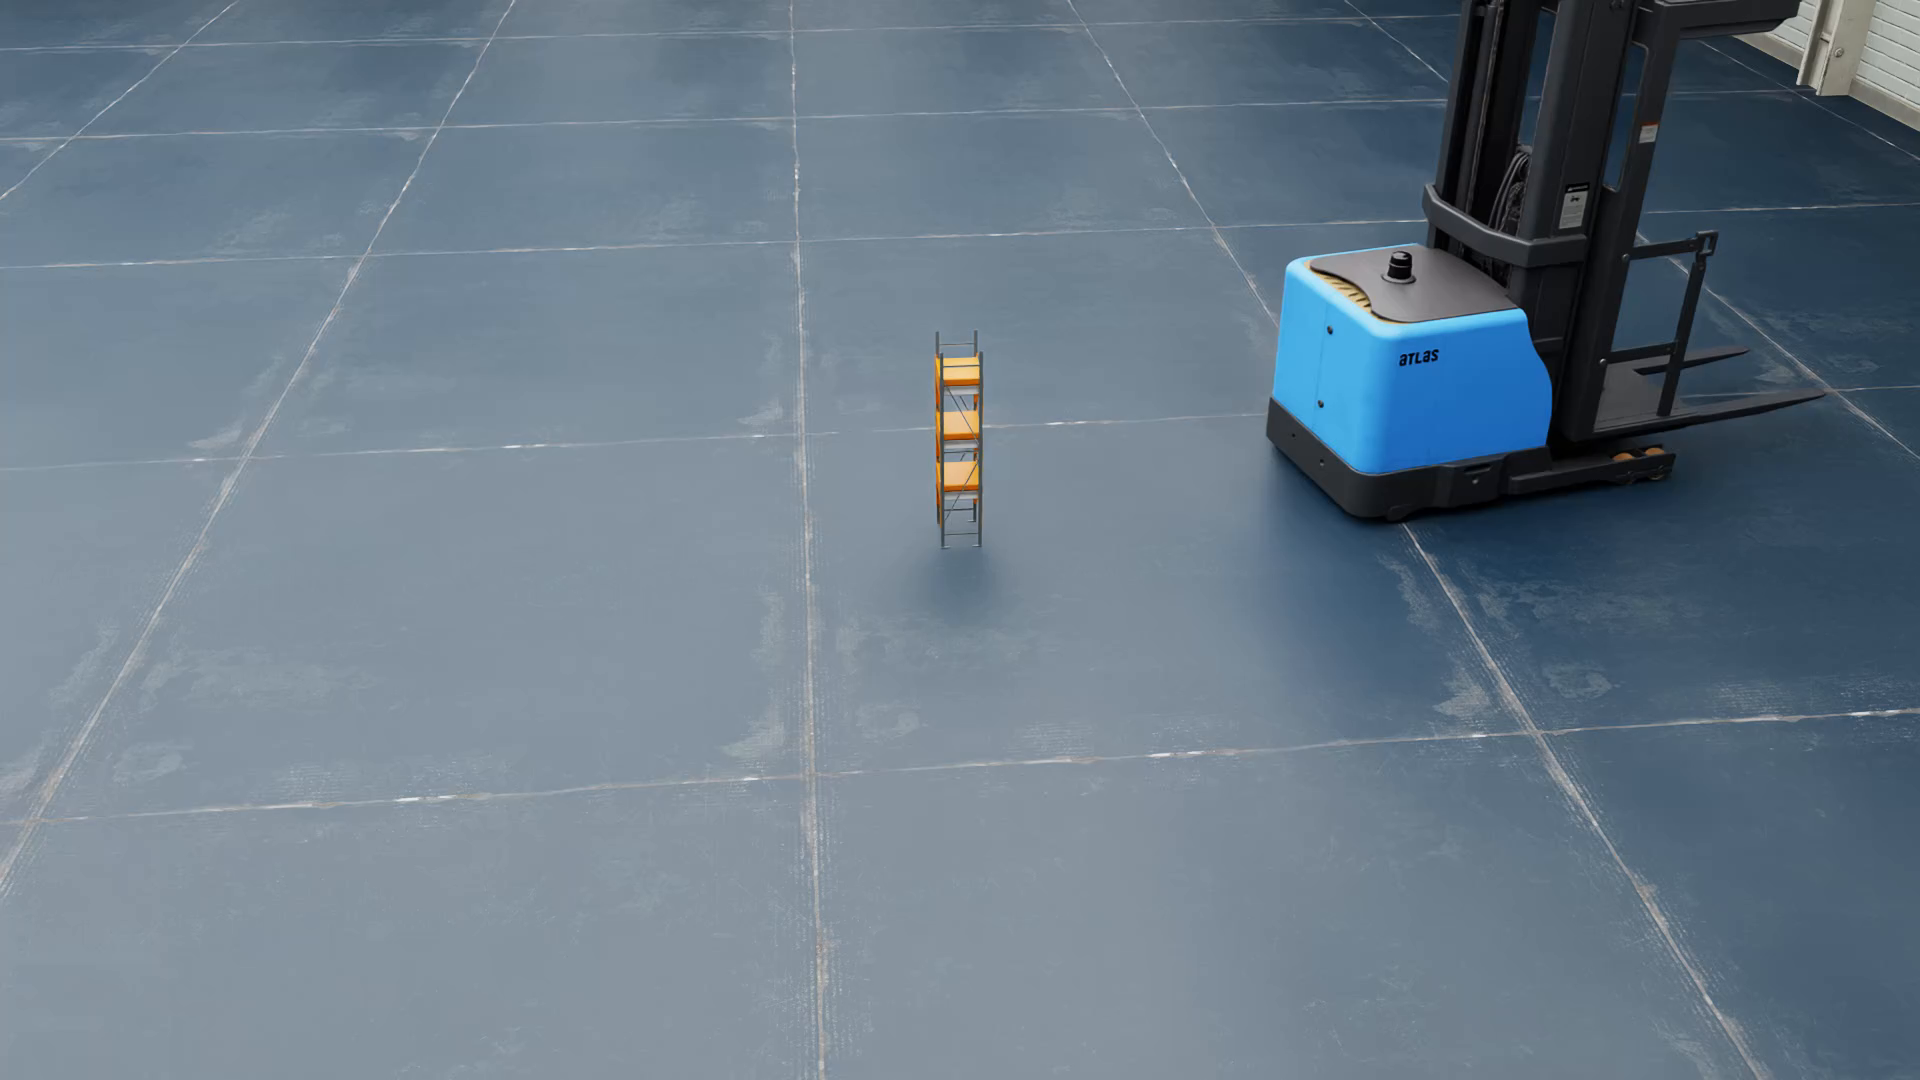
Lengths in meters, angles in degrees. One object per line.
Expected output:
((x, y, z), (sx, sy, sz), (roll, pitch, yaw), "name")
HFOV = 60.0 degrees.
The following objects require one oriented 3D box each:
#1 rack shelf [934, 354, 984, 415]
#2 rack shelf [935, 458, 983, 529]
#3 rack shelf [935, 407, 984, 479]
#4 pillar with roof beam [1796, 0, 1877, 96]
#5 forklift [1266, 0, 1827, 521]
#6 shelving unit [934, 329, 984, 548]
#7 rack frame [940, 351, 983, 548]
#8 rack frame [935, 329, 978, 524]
((-0.005, -0.713, 7.886), (0.215, 0.259, 0.240), (-3, 31, -5), "rack shelf")
((-0.005, -0.230, 8.174), (0.215, 0.259, 0.240), (-3, 31, -5), "rack shelf")
((-0.005, -0.469, 8.032), (0.215, 0.259, 0.240), (-3, 31, -5), "rack shelf")
((3.559, -7.755, 12.458), (9.100, 9.000, 0.400), (-3, 31, -5), "pillar with roof beam")
((3.242, -1.793, 8.393), (3.031, 2.935, 1.130), (-10, 32, -16), "forklift")
((-0.005, -0.478, 8.027), (0.215, 1.050, 0.252), (-3, 31, -5), "shelving unit")
((0.006, -0.416, 7.922), (0.200, 1.050, 0.008), (-3, 31, -5), "rack frame")
((-0.016, -0.540, 8.131), (0.200, 1.050, 0.008), (-3, 31, -5), "rack frame")
